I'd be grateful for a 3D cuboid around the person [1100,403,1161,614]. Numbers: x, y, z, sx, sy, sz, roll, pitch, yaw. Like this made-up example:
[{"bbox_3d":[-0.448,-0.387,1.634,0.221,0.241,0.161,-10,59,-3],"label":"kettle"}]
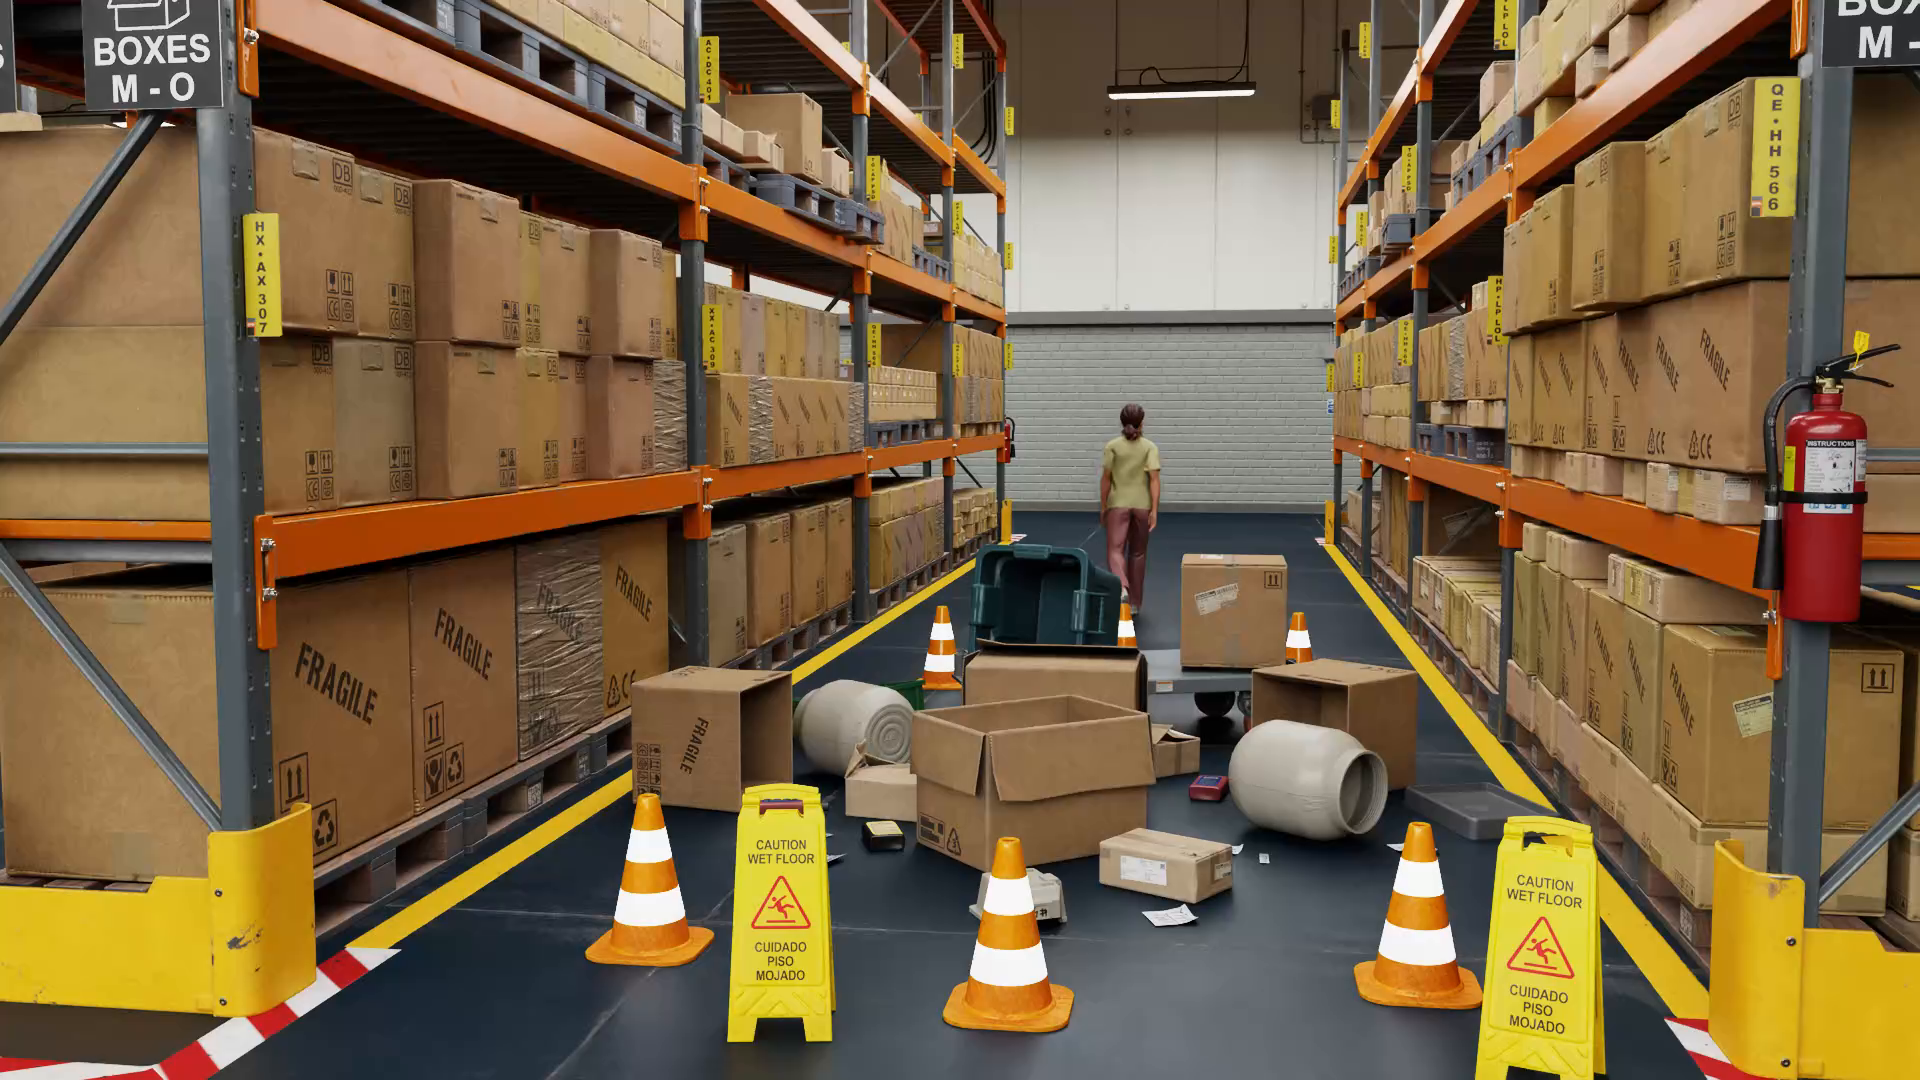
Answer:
[{"bbox_3d":[1.294,-0.221,12.631,0.453,1.630,0.960,0,5,3],"label":"person"}]
